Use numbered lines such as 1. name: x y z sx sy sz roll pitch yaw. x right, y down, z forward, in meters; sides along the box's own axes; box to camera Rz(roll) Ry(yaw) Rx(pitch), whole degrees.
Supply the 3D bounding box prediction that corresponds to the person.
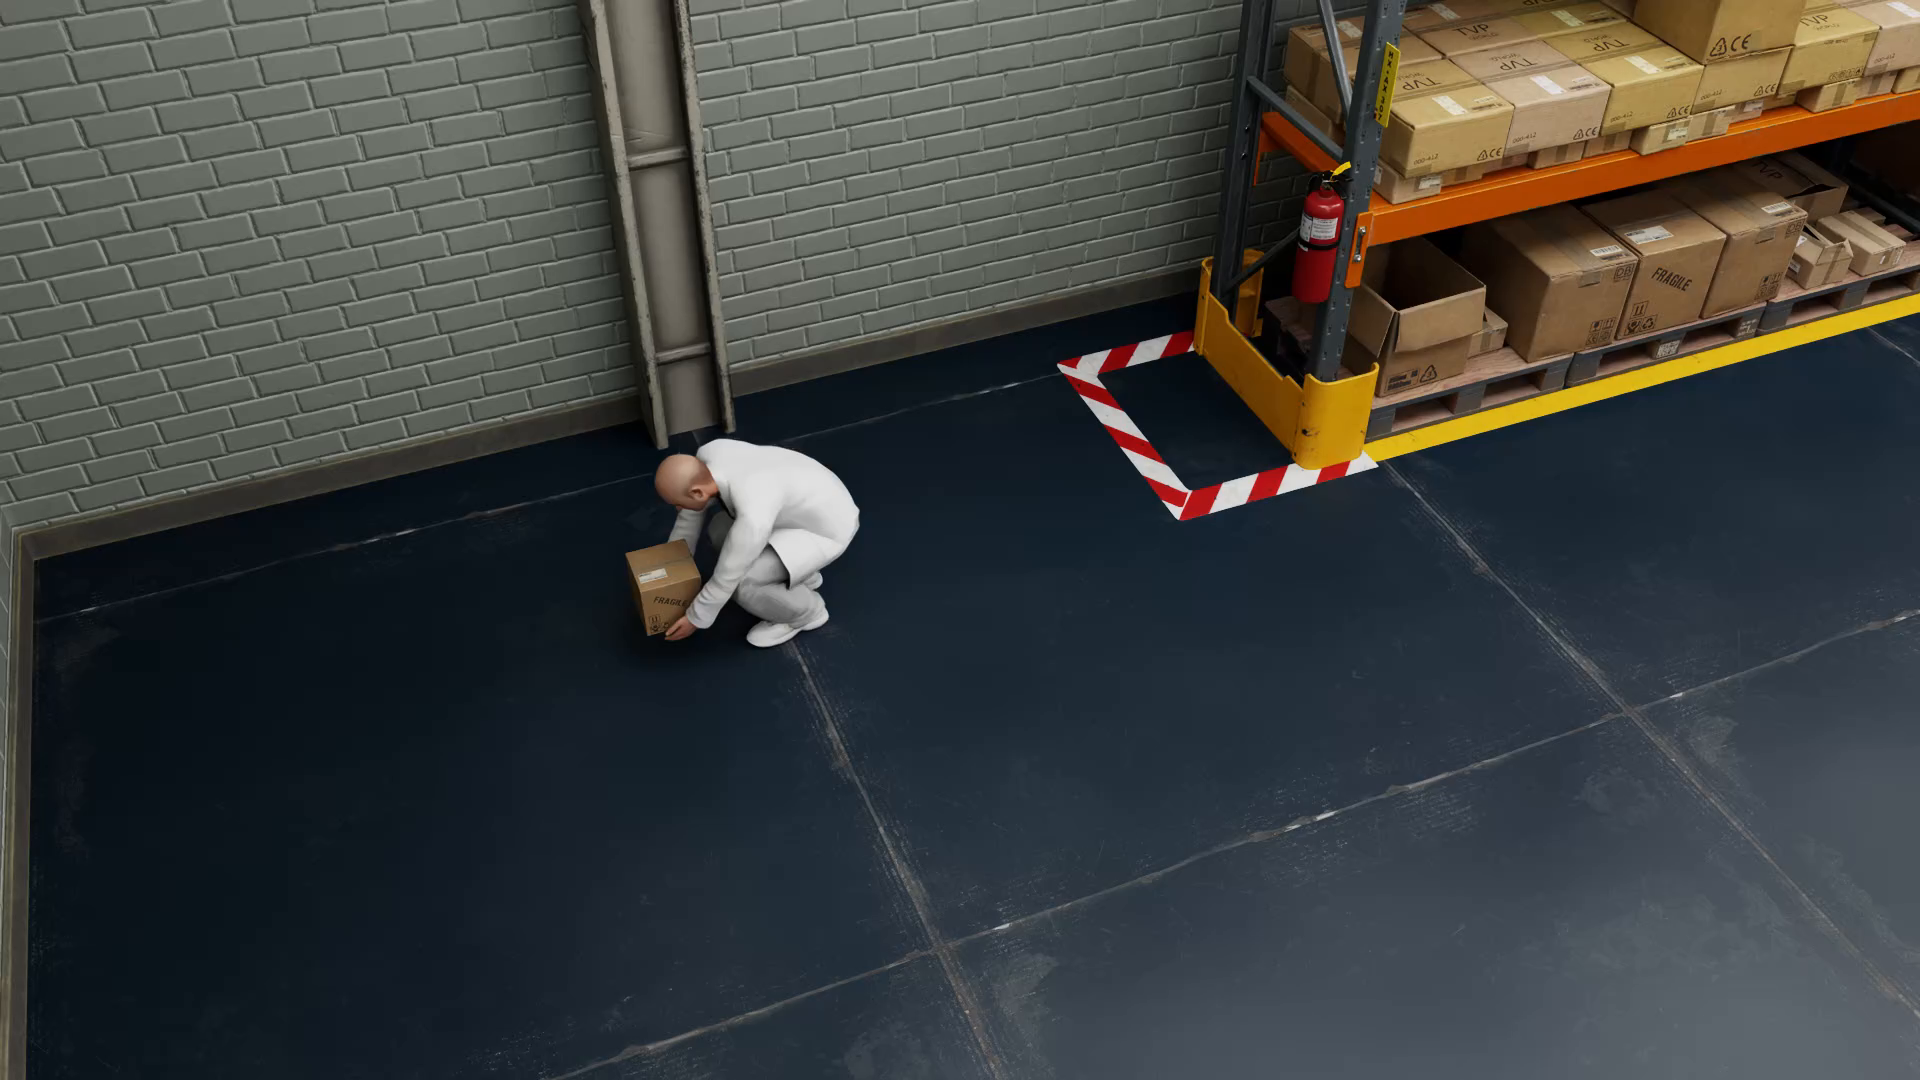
1. person: -0.849 -0.029 6.788 0.912 1.010 0.611 -15 43 -17
